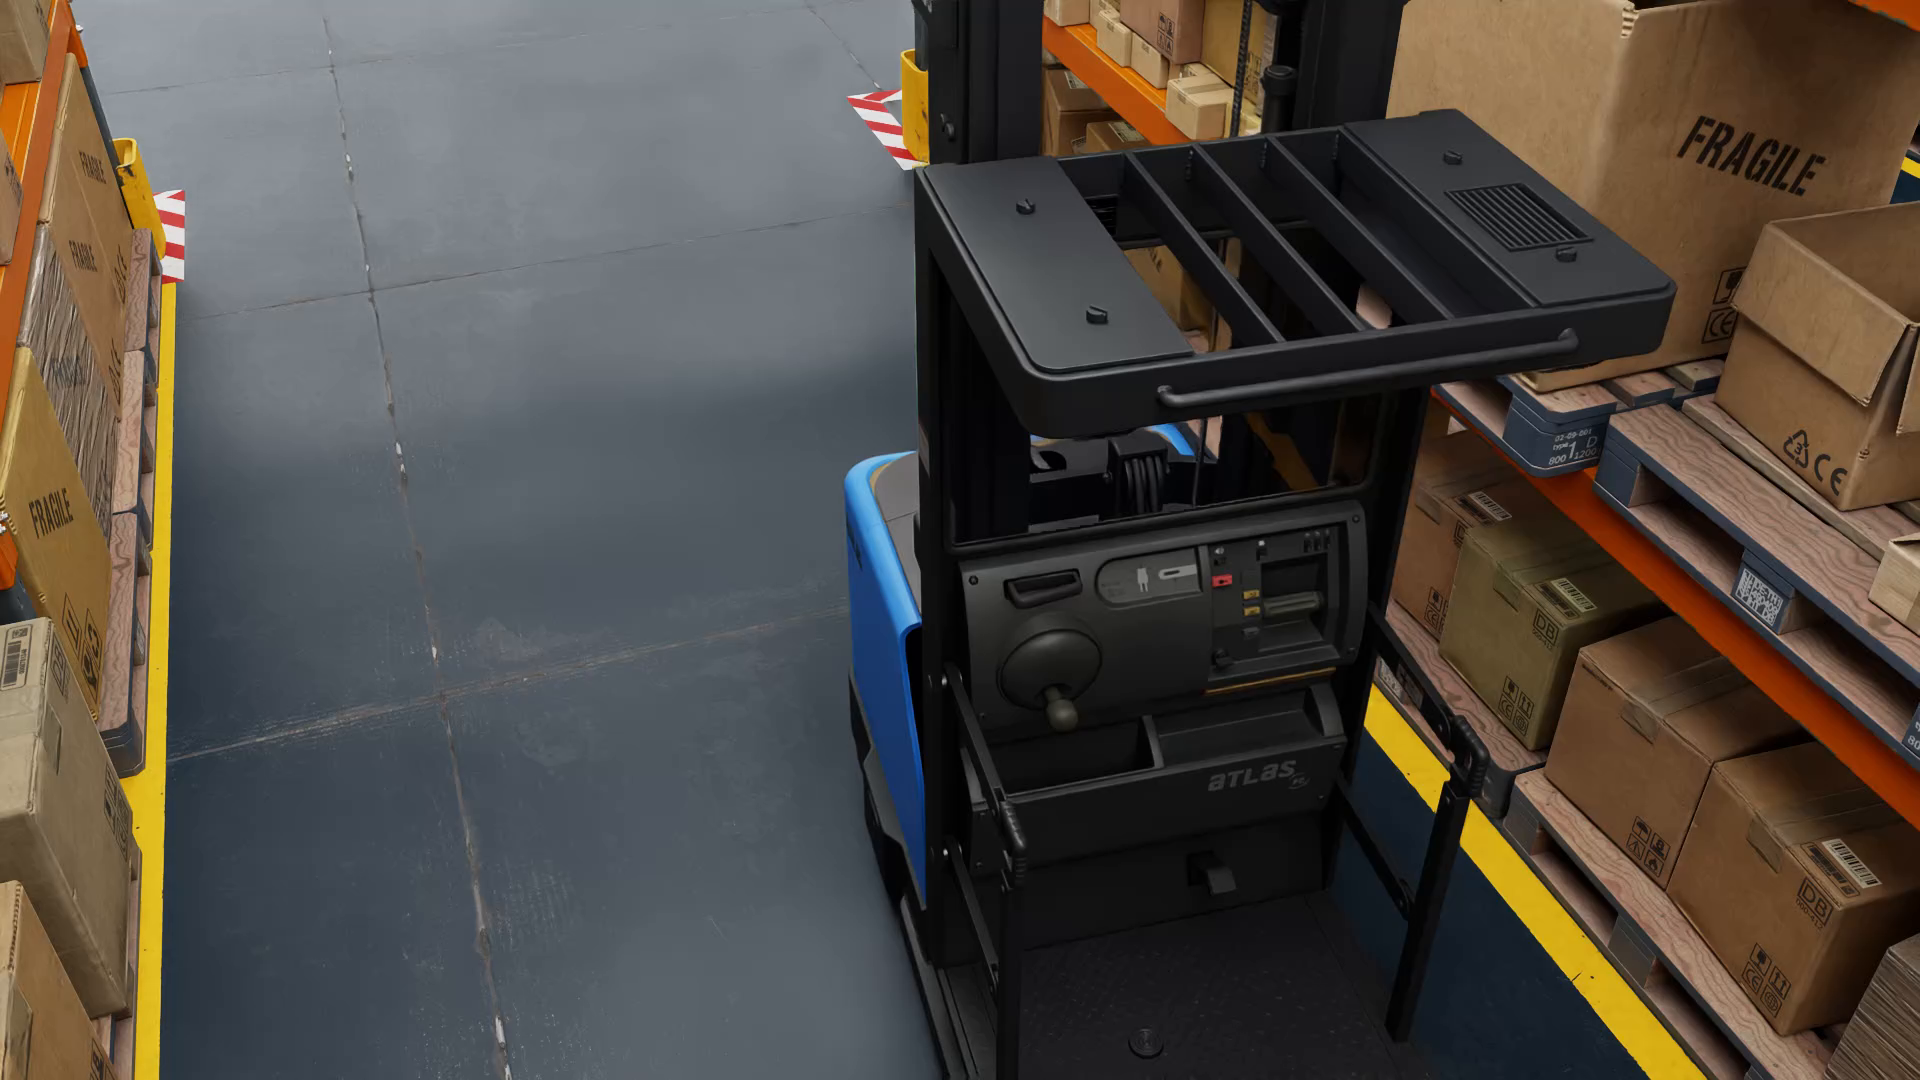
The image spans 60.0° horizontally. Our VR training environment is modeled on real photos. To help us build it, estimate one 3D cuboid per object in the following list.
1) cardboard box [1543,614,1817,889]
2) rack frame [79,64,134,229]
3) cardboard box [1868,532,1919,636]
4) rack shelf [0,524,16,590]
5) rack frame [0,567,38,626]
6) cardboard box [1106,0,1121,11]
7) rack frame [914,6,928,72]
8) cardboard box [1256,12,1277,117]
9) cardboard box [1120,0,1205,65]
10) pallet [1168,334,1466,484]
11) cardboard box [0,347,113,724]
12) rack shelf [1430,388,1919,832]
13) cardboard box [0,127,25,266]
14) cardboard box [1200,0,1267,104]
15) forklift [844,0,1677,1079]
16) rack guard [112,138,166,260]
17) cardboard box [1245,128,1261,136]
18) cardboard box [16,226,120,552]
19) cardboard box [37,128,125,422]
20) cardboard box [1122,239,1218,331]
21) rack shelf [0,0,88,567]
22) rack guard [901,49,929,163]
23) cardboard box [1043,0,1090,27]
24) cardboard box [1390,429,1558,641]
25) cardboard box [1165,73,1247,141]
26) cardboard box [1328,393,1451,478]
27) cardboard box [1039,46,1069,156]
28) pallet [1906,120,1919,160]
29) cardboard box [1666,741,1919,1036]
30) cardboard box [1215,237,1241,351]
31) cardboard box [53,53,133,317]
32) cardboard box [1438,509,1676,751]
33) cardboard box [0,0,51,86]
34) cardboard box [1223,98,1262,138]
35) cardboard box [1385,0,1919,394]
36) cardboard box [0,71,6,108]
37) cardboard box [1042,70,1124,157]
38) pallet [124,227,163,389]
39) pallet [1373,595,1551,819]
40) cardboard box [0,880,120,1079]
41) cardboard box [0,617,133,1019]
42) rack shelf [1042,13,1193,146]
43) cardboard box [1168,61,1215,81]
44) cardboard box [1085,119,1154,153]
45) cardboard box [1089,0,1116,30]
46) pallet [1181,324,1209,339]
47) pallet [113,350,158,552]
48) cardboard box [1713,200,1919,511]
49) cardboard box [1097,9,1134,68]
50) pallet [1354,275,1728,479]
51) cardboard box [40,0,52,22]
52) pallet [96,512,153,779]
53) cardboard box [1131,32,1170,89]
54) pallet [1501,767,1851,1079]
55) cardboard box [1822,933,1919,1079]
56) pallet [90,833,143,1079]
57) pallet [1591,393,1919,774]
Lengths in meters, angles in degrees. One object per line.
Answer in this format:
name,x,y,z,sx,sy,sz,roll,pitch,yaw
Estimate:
cardboard box,2.156,0.546,4.744,0.700,0.500,0.500,-16,40,-20
rack frame,-4.443,-2.507,7.085,1.000,3.000,0.127,-12,39,-16
cardboard box,2.174,0.042,3.463,0.396,0.266,0.258,-14,39,-17
rack shelf,-2.378,1.170,2.802,1.077,0.370,4.000,-12,39,-16
rack frame,-3.067,-0.247,4.085,1.000,3.000,0.127,-12,39,-16
cardboard box,0.989,-2.485,6.726,0.875,0.500,0.500,-12,39,-16
rack frame,0.249,-3.477,8.373,1.000,3.000,0.127,-12,39,-16
cardboard box,1.528,-1.643,5.608,0.875,0.500,0.500,-12,39,-16
cardboard box,1.123,-2.194,6.340,0.875,0.500,0.500,-12,39,-16
pallet,1.361,-0.475,6.706,1.003,0.211,1.213,-12,39,-16
cardboard box,-3.217,0.064,5.089,0.875,0.875,0.875,-12,39,-15
rack shelf,2.313,0.200,4.089,1.077,0.370,4.000,-12,39,-16
cardboard box,-3.491,-1.149,5.157,0.875,0.550,0.550,-12,39,-16
cardboard box,1.389,-1.933,5.992,0.875,0.500,0.500,-12,39,-16
forklift,0.516,0.240,3.495,1.130,2.935,3.031,-9,38,-12
rack guard,-4.451,-1.522,7.855,1.175,0.500,0.348,-12,39,-16
cardboard box,1.198,-1.321,5.719,0.380,0.149,0.250,-12,39,-16
cardboard box,-3.531,-0.445,5.764,0.875,0.875,0.875,-12,39,-16
cardboard box,-3.843,-0.960,6.448,0.875,0.875,0.875,-13,39,-17
cardboard box,1.033,-1.277,7.181,0.500,0.500,0.500,-16,40,-20
rack shelf,-3.755,-1.090,5.802,1.077,0.370,4.000,-12,39,-16
rack guard,0.275,-2.435,9.068,1.175,0.500,0.348,-12,39,-16
cardboard box,0.548,-2.299,7.017,0.380,0.149,0.250,-12,39,-16
cardboard box,1.816,-0.043,5.526,0.700,0.500,0.500,-15,40,-19
cardboard box,0.978,-1.592,6.080,0.380,0.149,0.250,-12,39,-16
cardboard box,1.525,-0.621,6.310,0.500,0.500,0.500,-14,39,-17
cardboard box,0.448,-2.290,8.526,0.500,0.500,0.500,-6,37,-7
pallet,5.660,-2.207,9.005,1.003,0.211,1.213,-12,39,-16
cardboard box,2.348,0.861,4.325,0.700,0.500,0.500,-9,38,-12
cardboard box,1.321,-0.943,6.737,0.500,0.500,0.500,-1,37,-1
cardboard box,-4.148,-1.457,7.108,0.875,0.875,0.875,-12,39,-16
cardboard box,1.963,0.230,5.163,0.700,0.500,0.500,-13,39,-16
cardboard box,-4.063,-2.061,6.368,0.875,0.550,0.550,-12,39,-16
cardboard box,1.168,-1.474,5.923,0.380,0.149,0.250,-12,39,-16
cardboard box,1.767,-1.147,4.432,1.000,1.000,1.000,-12,39,-16
cardboard box,-3.988,-1.718,5.913,0.875,0.550,0.550,-12,39,-16
cardboard box,0.686,-1.959,8.087,0.500,0.500,0.500,-3,37,-4
pallet,-4.095,-0.958,7.346,1.003,0.211,1.213,-12,39,-16
pallet,1.894,0.336,5.628,1.003,0.211,1.213,-12,39,-16
cardboard box,-2.440,1.361,3.470,1.050,0.750,0.750,-12,39,-16
cardboard box,-2.769,0.816,4.195,1.050,0.750,0.750,-13,39,-16
rack shelf,0.937,-2.060,7.089,1.077,0.370,4.000,-12,39,-16
cardboard box,1.016,-1.761,6.304,0.380,0.149,0.250,-12,39,-16
cardboard box,0.883,-1.602,7.612,0.500,0.500,0.500,-9,38,-12
cardboard box,0.759,-2.185,6.866,0.380,0.149,0.250,-12,39,-16
pallet,0.937,-1.166,7.622,1.003,0.211,1.213,-12,39,-16
pallet,-3.678,-0.270,6.433,1.003,0.211,1.213,-12,39,-16
cardboard box,2.308,-0.466,3.941,0.797,0.503,0.637,-9,38,-11
cardboard box,0.773,-2.028,6.658,0.380,0.149,0.250,-12,39,-16
pallet,1.752,-0.679,4.817,1.003,0.211,1.213,-12,39,-16
cardboard box,-4.273,-2.367,6.774,0.875,0.550,0.550,-12,39,-16
pallet,-3.255,0.421,5.516,1.003,0.211,1.213,-12,39,-16
cardboard box,0.892,-1.894,6.480,0.380,0.149,0.250,-12,39,-16
pallet,2.318,1.026,4.712,1.003,0.211,1.213,-12,39,-16
cardboard box,2.549,1.180,3.902,0.700,0.500,0.500,-16,40,-20
pallet,-2.730,1.287,4.366,1.003,0.211,1.213,-12,39,-16
pallet,2.282,0.009,3.904,1.003,0.211,1.213,-12,39,-16
